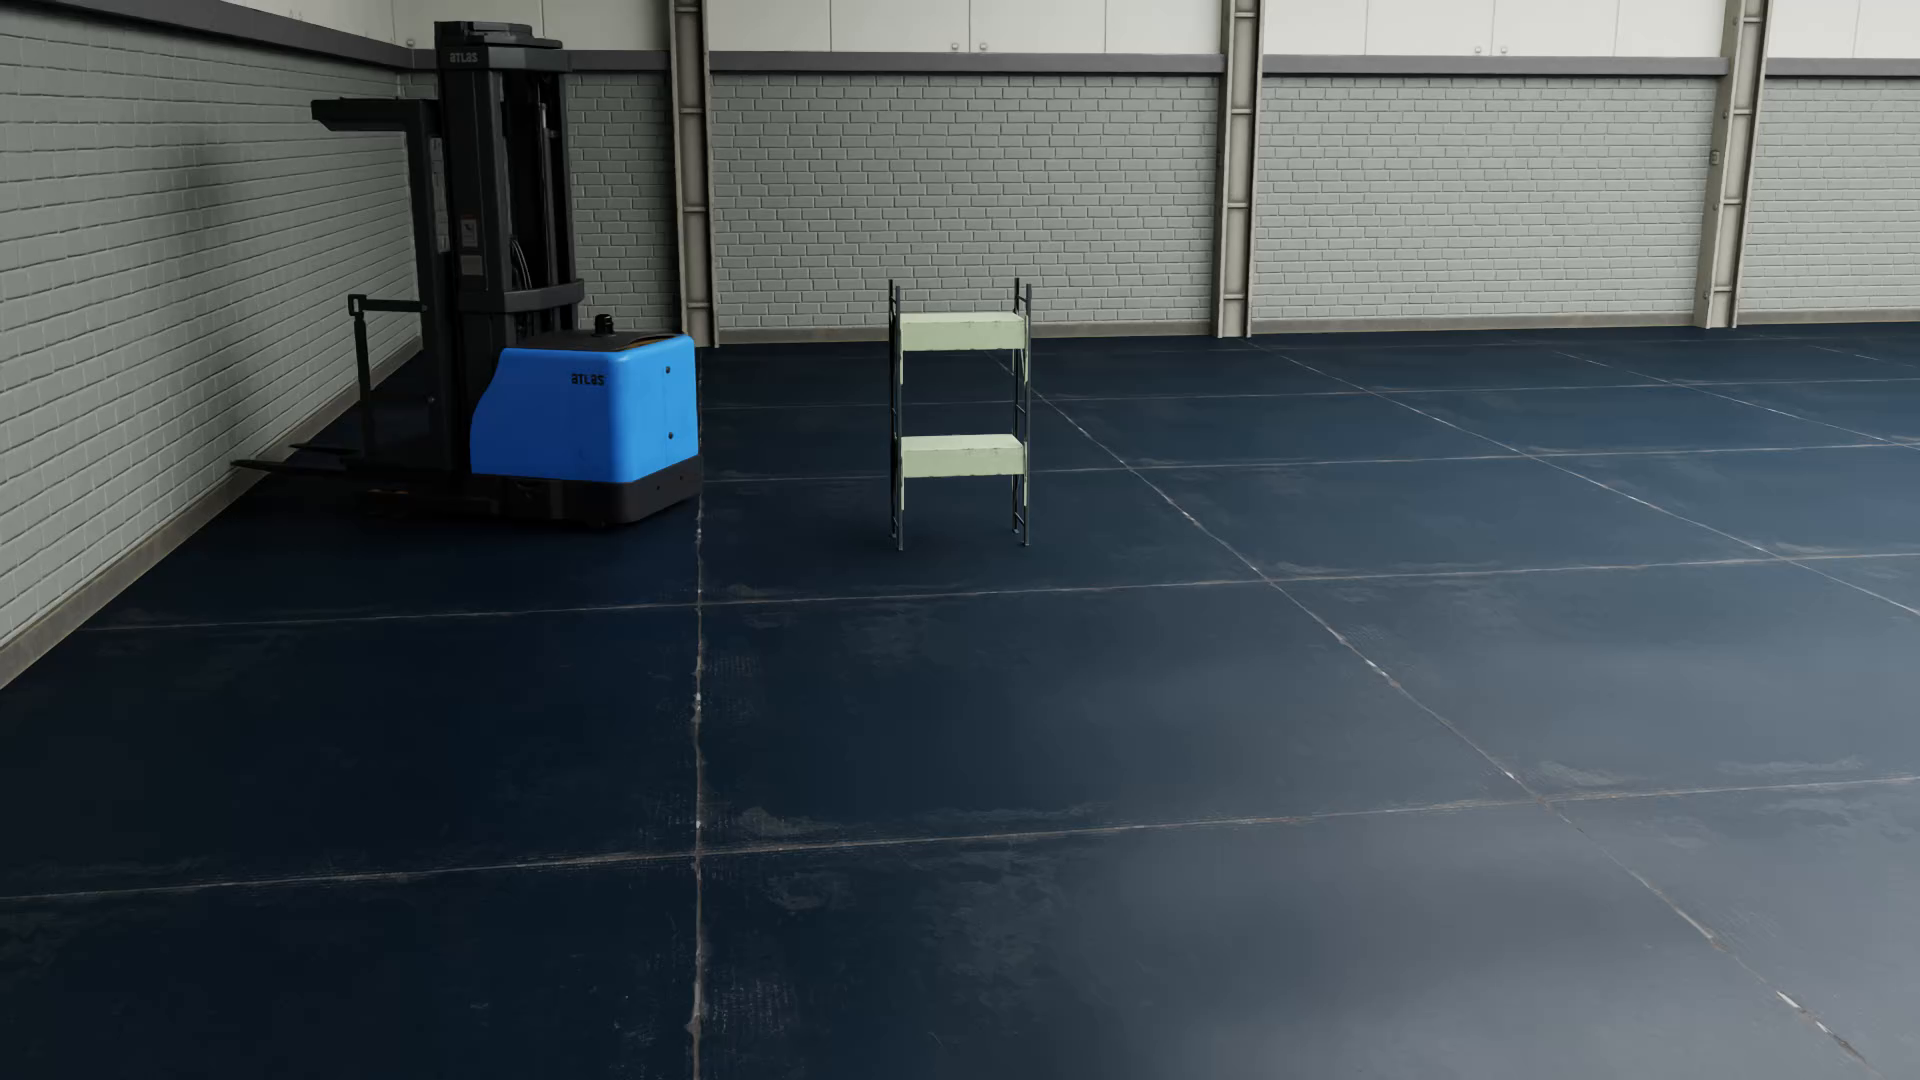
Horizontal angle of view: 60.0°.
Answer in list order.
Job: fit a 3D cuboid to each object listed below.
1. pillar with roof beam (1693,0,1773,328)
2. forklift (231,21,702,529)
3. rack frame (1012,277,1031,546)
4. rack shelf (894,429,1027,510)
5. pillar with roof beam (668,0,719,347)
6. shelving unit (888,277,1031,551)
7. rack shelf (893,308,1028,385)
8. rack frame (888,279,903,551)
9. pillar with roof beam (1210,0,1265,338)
[{"bbox_3d":[9.672,-5.887,14.698,0.400,9.000,9.100,-2,14,-8],"label":"pillar with roof beam"},{"bbox_3d":[-3.233,-1.676,10.378,3.031,2.935,1.130,4,15,17],"label":"forklift"},{"bbox_3d":[0.355,-0.740,9.591,0.023,1.500,0.400,-2,14,-8],"label":"rack frame"},{"bbox_3d":[-0.007,-0.411,9.618,0.720,0.370,0.431,-2,14,-8],"label":"rack shelf"},{"bbox_3d":[-2.194,-5.453,12.964,0.400,9.000,9.100,-2,14,-8],"label":"pillar with roof beam"},{"bbox_3d":[-0.007,-0.727,9.538,0.755,1.500,0.431,-2,14,-8],"label":"shelving unit"},{"bbox_3d":[-0.007,-1.106,9.443,0.720,0.370,0.431,-2,14,-8],"label":"rack shelf"},{"bbox_3d":[-0.369,-0.714,9.486,0.023,1.500,0.400,-2,14,-8],"label":"rack frame"},{"bbox_3d":[3.739,-5.670,13.831,0.400,9.000,9.100,-2,14,-8],"label":"pillar with roof beam"}]
